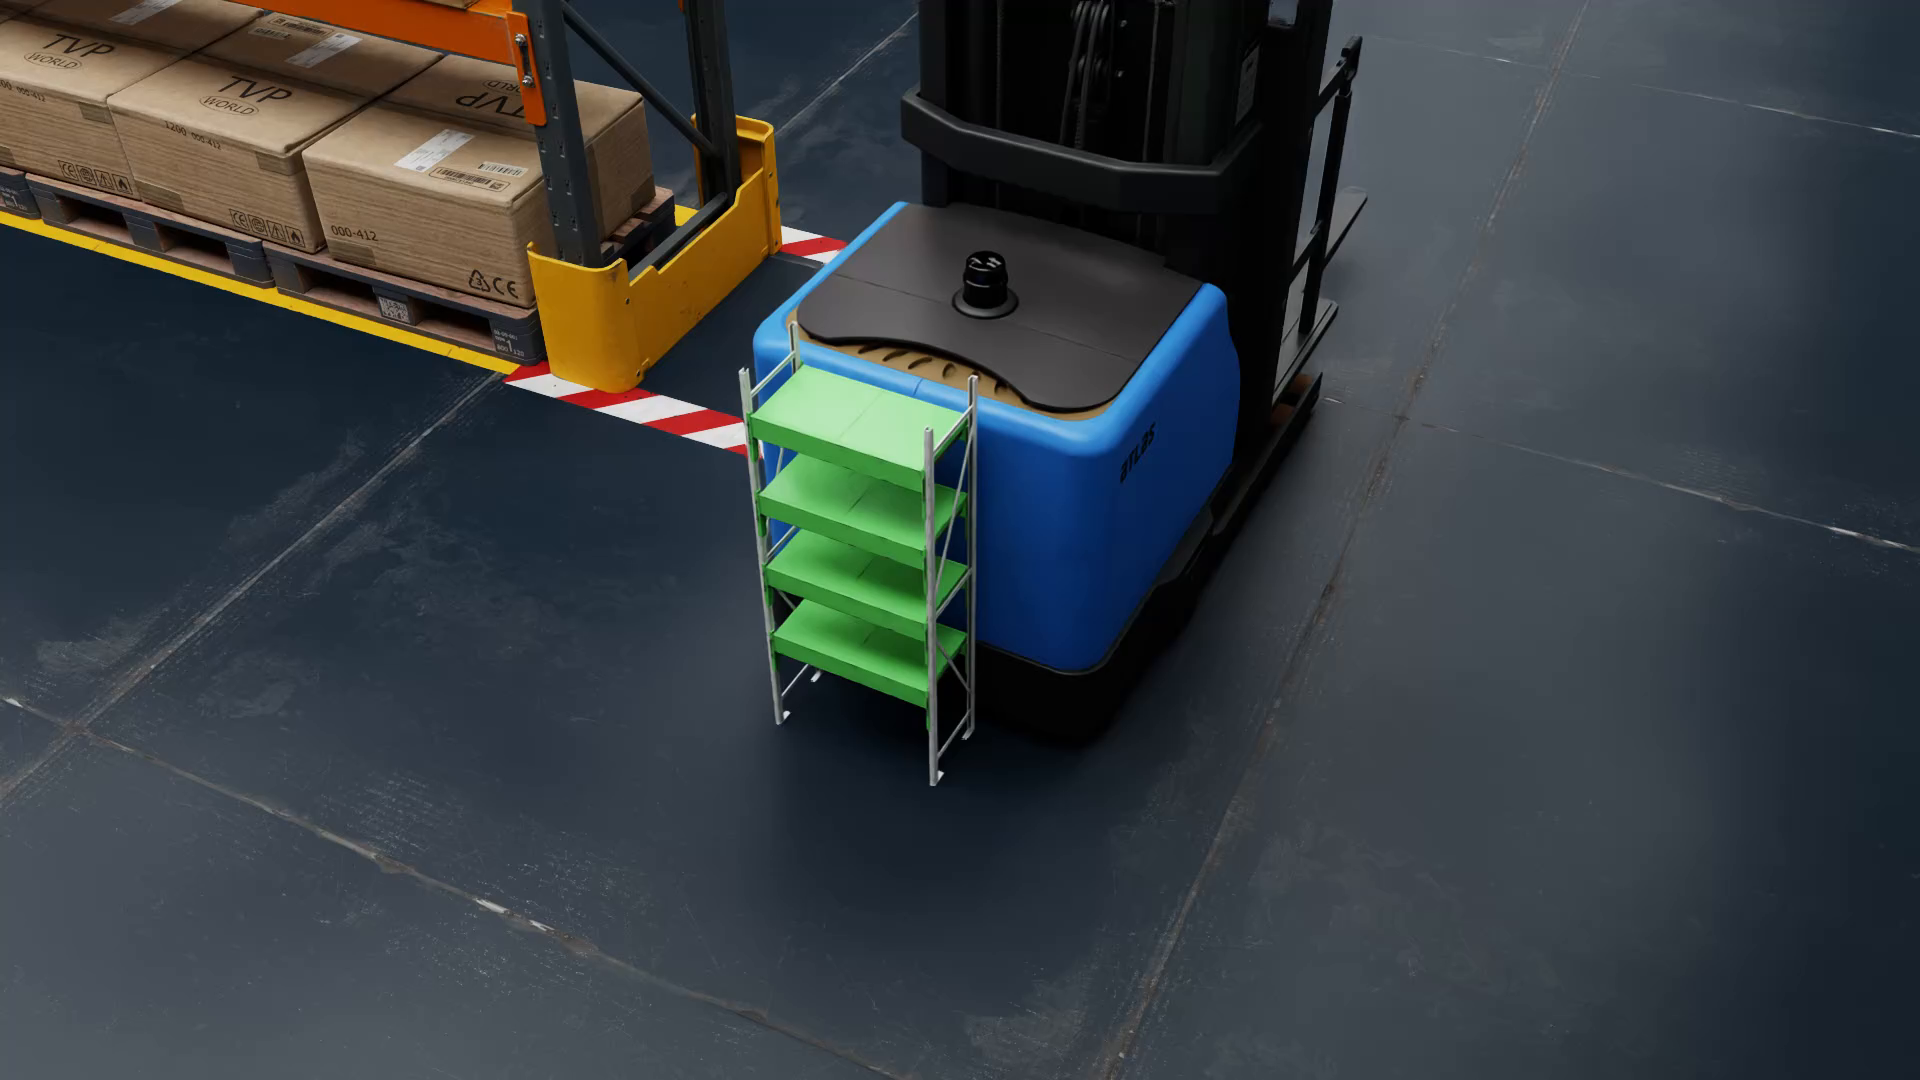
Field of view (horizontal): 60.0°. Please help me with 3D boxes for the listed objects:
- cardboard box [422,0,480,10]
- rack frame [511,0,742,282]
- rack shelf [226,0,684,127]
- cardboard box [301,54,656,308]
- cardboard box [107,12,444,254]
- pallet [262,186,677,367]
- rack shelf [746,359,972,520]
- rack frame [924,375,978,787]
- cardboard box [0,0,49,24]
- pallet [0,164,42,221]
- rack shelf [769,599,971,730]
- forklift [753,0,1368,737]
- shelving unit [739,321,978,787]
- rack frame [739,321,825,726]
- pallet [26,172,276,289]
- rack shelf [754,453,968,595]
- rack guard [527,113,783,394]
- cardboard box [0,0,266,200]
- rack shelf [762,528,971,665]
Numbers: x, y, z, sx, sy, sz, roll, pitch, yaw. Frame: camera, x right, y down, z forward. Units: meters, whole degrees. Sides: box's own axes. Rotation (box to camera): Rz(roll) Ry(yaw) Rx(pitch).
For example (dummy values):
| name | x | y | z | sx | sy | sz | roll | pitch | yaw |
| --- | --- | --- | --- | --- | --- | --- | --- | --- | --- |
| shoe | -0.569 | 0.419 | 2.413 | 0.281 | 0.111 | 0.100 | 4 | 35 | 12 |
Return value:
| name | x | y | z | sx | sy | sz | roll | pitch | yaw |
| --- | --- | --- | --- | --- | --- | --- | --- | --- | --- |
| cardboard box | -1.656 | -2.048 | 5.247 | 0.500 | 0.500 | 0.500 | 17 | 44 | 19 |
| rack frame | -1.107 | -2.034 | 5.307 | 0.127 | 3.000 | 1.000 | 17 | 44 | 19 |
| rack shelf | -2.920 | -2.316 | 6.181 | 4.000 | 0.370 | 1.077 | 17 | 44 | 19 |
| cardboard box | -1.748 | -1.348 | 6.151 | 0.875 | 0.438 | 0.875 | 16 | 43 | 17 |
| cardboard box | -2.581 | -1.597 | 6.437 | 0.875 | 0.438 | 0.875 | 18 | 44 | 20 |
| pallet | -1.865 | -1.155 | 6.422 | 1.213 | 0.211 | 1.003 | 17 | 44 | 19 |
| rack shelf | -0.237 | -0.246 | 3.983 | 0.480 | 0.148 | 0.258 | 19 | 44 | 20 |
| rack frame | -0.020 | 0.141 | 4.171 | 0.015 | 1.200 | 0.240 | 19 | 44 | 20 |
| cardboard box | -4.209 | -2.095 | 7.012 | 0.875 | 0.438 | 0.875 | 16 | 44 | 18 |
| pallet | -4.076 | -1.831 | 7.201 | 1.213 | 0.211 | 1.003 | 17 | 44 | 19 |
| rack shelf | -0.237 | 0.298 | 4.454 | 0.480 | 0.148 | 0.258 | 19 | 44 | 20 |
| forklift | 0.585 | -1.530 | 4.778 | 1.130 | 2.935 | 3.031 | 19 | 44 | 21 |
| shelving unit | -0.237 | 0.068 | 4.255 | 0.503 | 1.200 | 0.258 | 19 | 44 | 20 |
| rack frame | -0.454 | -0.005 | 4.340 | 0.015 | 1.200 | 0.240 | 19 | 44 | 20 |
| pallet | -2.967 | -1.494 | 6.813 | 1.213 | 0.211 | 1.003 | 17 | 44 | 19 |
| rack shelf | -0.237 | -0.065 | 4.140 | 0.480 | 0.148 | 0.258 | 19 | 44 | 20 |
| rack guard | -1.086 | -1.083 | 6.118 | 0.348 | 0.500 | 1.175 | 17 | 44 | 19 |
| cardboard box | -3.397 | -1.847 | 6.727 | 0.875 | 0.438 | 0.875 | 16 | 43 | 17 |
| rack shelf | -0.237 | 0.116 | 4.297 | 0.480 | 0.148 | 0.258 | 19 | 44 | 20 |
